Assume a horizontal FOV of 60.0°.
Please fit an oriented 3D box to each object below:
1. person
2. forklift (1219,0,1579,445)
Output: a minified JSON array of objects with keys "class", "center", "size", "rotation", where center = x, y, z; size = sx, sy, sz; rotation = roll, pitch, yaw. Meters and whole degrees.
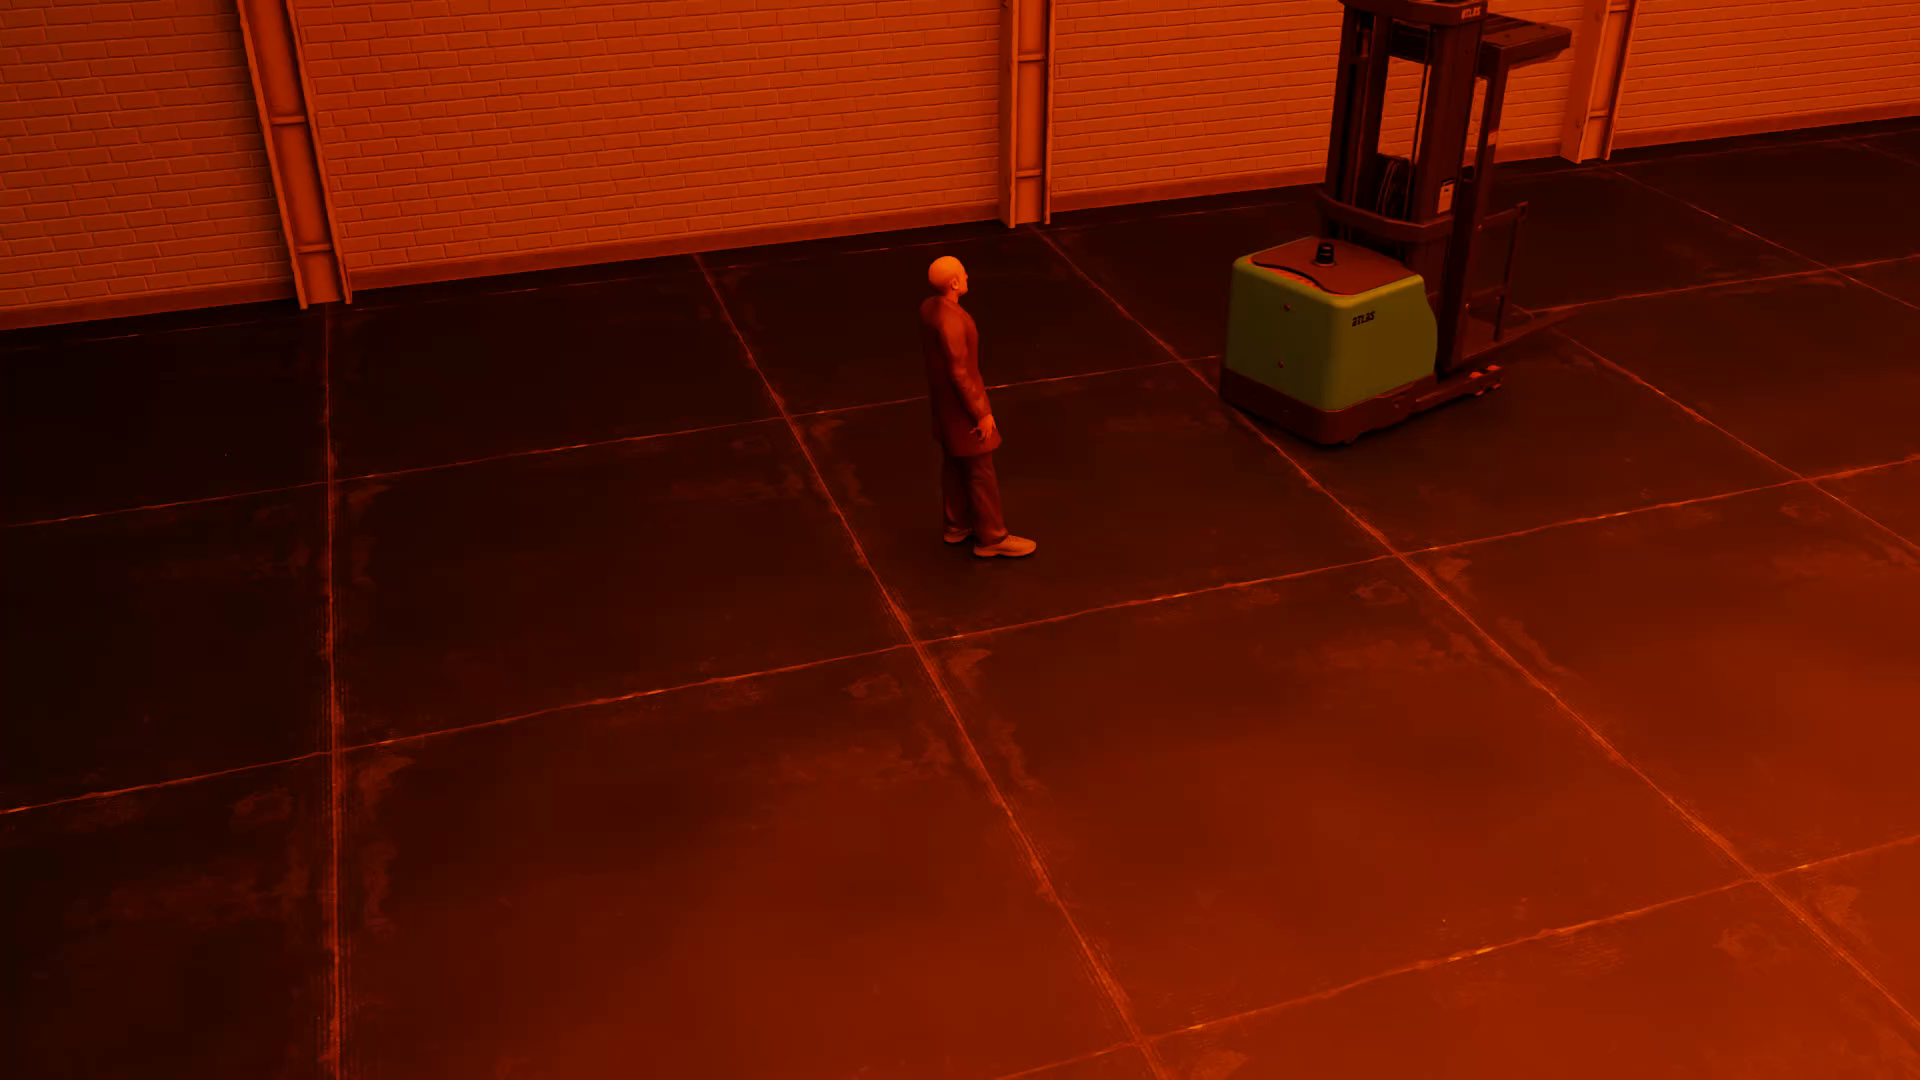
[{"class":"person","center":[0.088,-0.784,9.604],"size":[0.579,1.764,0.698],"rotation":[-10,31,-16]},{"class":"forklift","center":[3.290,-2.484,11.405],"size":[3.031,2.935,1.130],"rotation":[-21,36,-32]}]
